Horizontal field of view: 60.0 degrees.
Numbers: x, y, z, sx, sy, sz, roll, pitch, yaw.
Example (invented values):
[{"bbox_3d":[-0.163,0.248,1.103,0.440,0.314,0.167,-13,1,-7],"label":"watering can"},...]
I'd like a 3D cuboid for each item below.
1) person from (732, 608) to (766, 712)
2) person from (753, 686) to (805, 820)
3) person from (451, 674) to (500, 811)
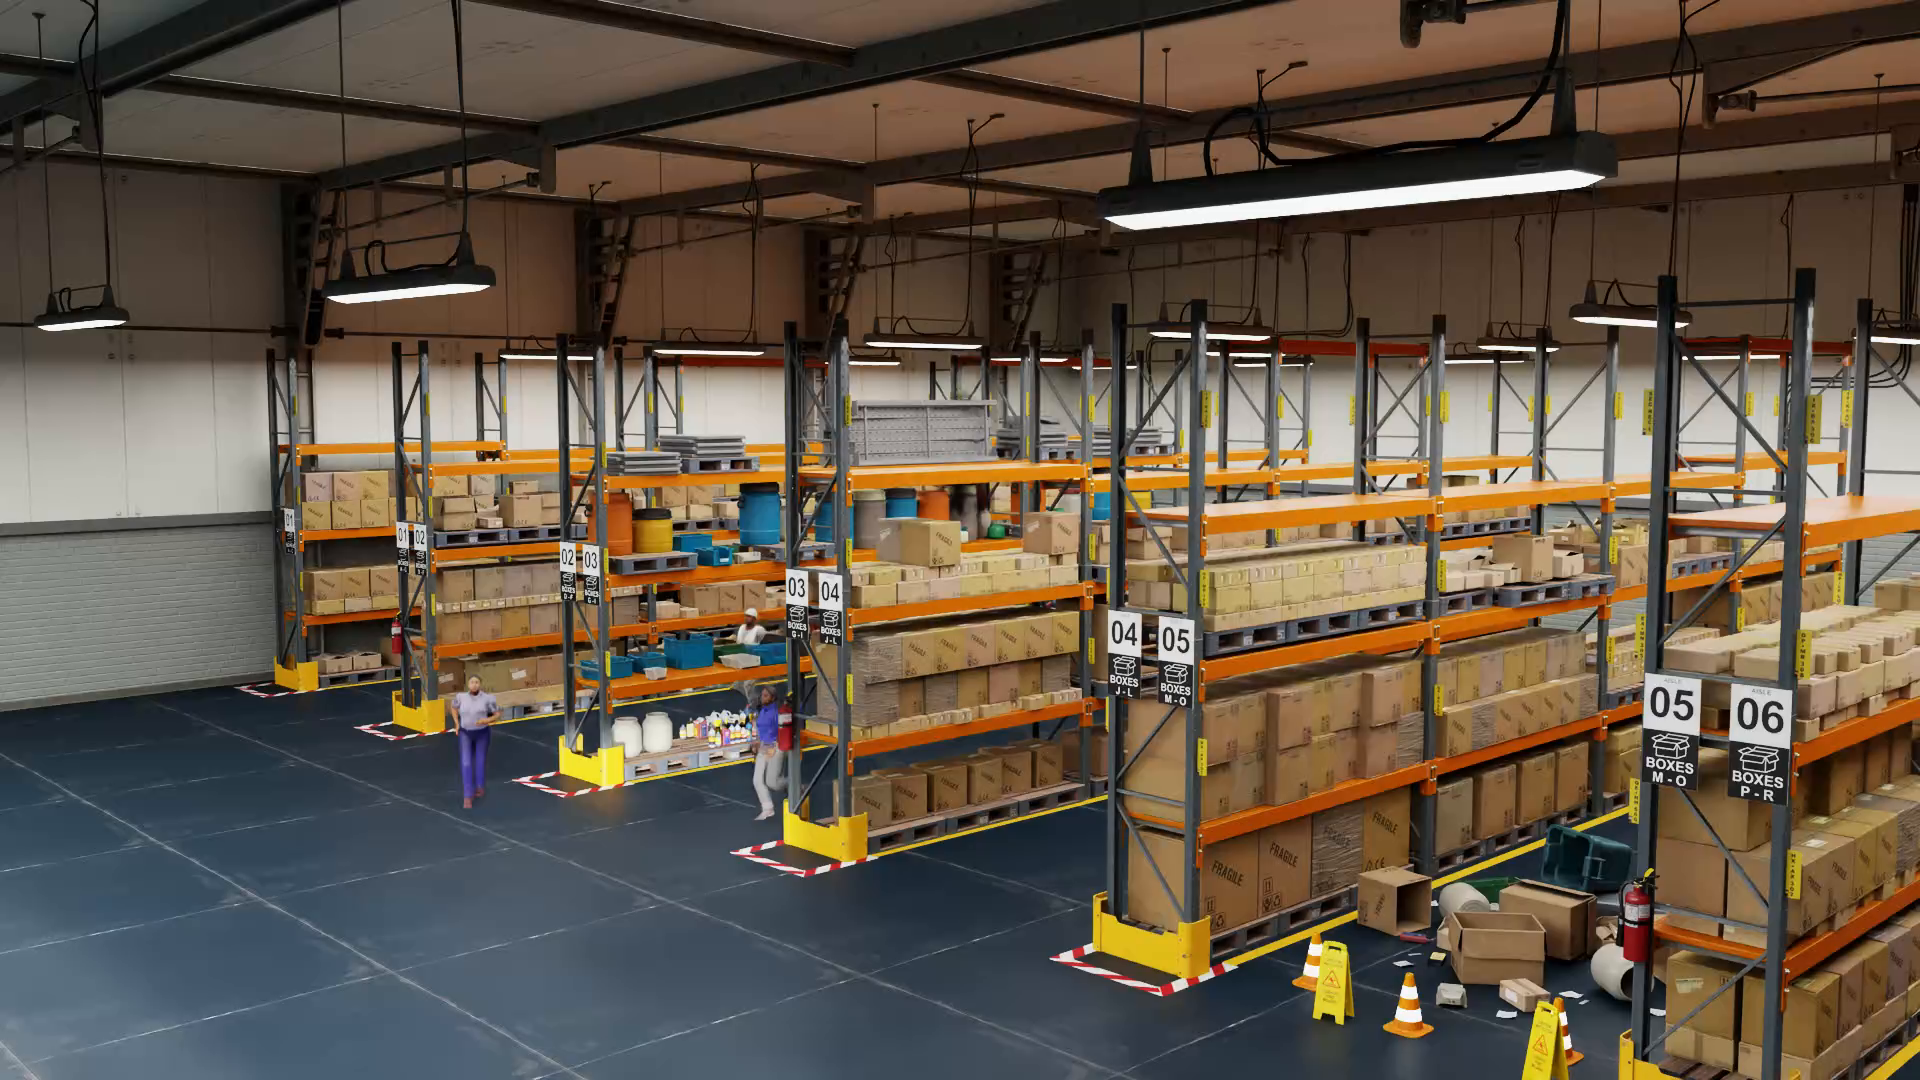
[{"bbox_3d":[-3.414,1.969,26.902,0.678,1.735,0.612,3,6,35],"label":"person"},{"bbox_3d":[-2.271,2.606,20.471,0.666,1.651,0.579,-4,7,-41],"label":"person"},{"bbox_3d":[-6.134,2.532,21.075,0.594,1.708,0.738,-1,5,-16],"label":"person"}]
